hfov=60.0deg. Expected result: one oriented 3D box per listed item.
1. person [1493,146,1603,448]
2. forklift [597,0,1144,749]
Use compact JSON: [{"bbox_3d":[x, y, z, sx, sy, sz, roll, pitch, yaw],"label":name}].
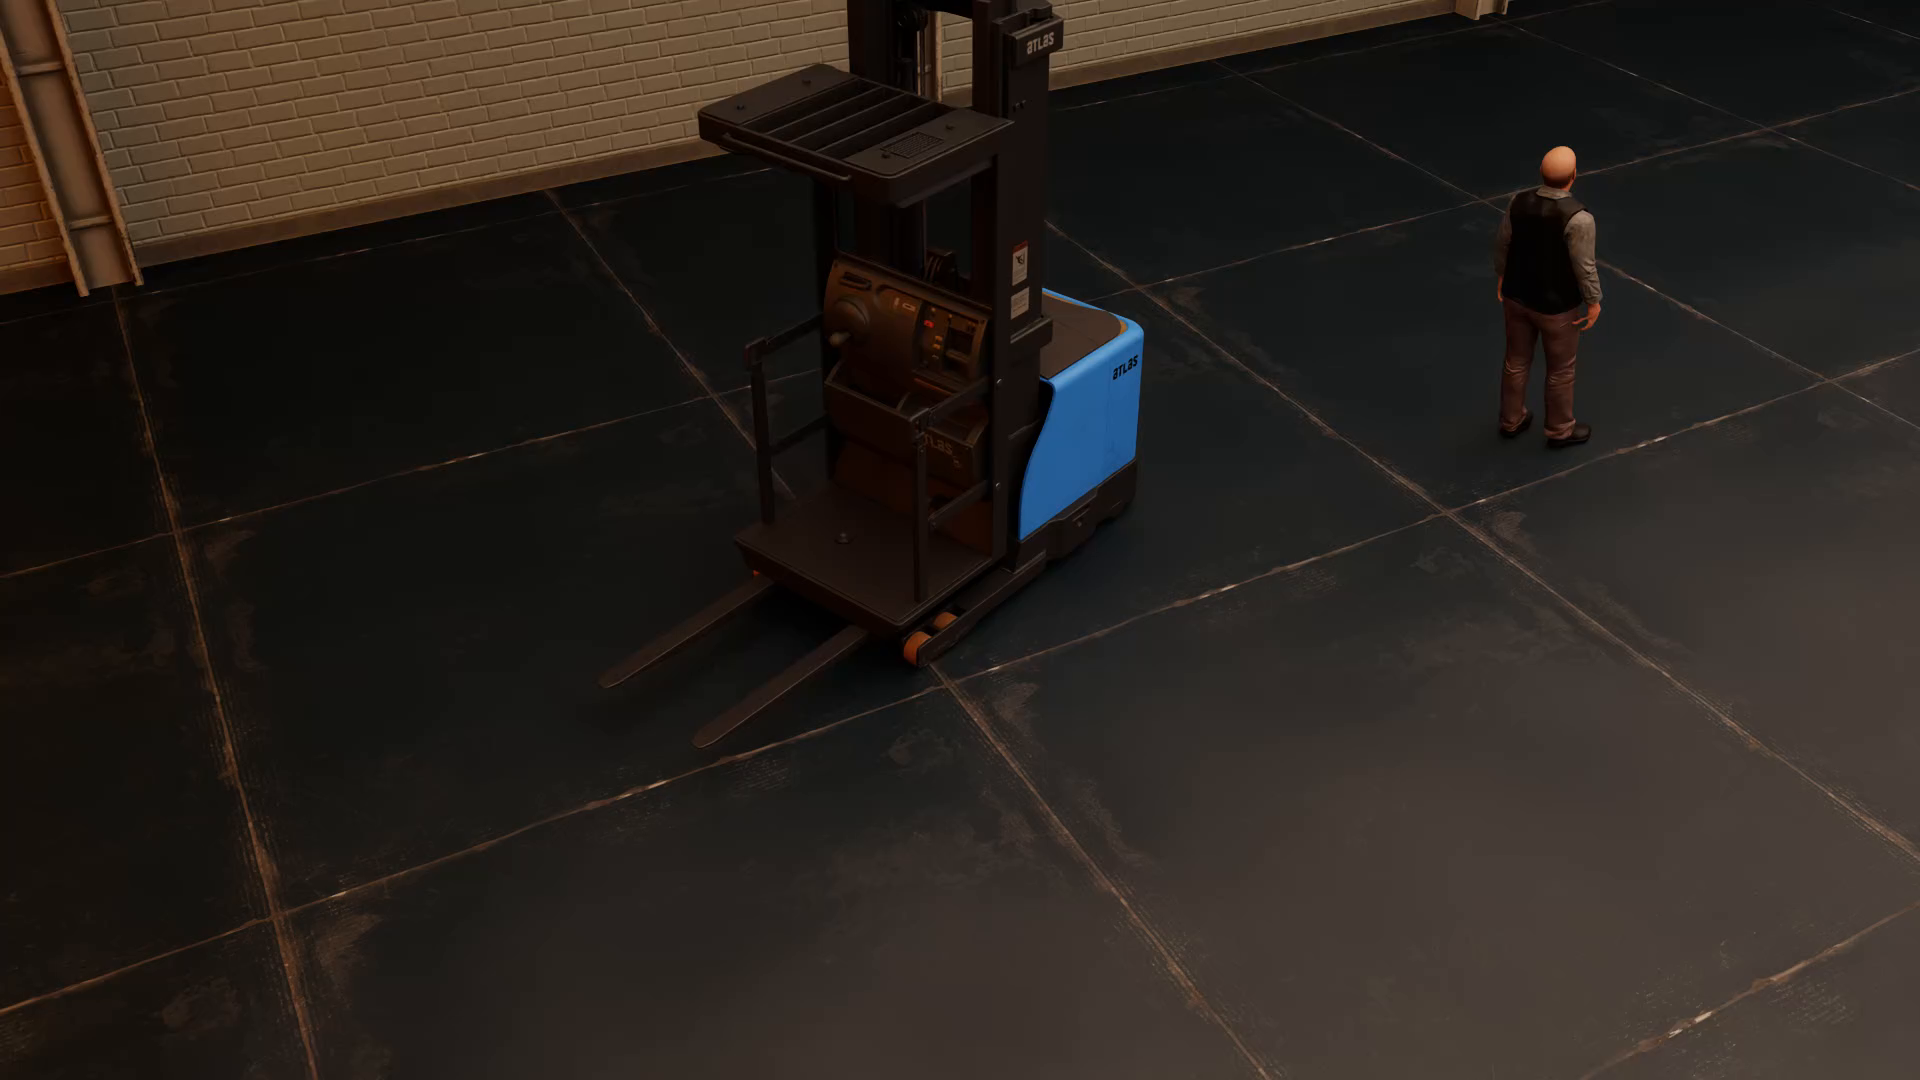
[{"bbox_3d":[3.208,-1.327,9.036,0.566,1.722,0.633,-26,43,-32],"label":"person"},{"bbox_3d":[-0.390,-0.927,7.434,1.130,2.935,3.031,26,43,31],"label":"forklift"}]
